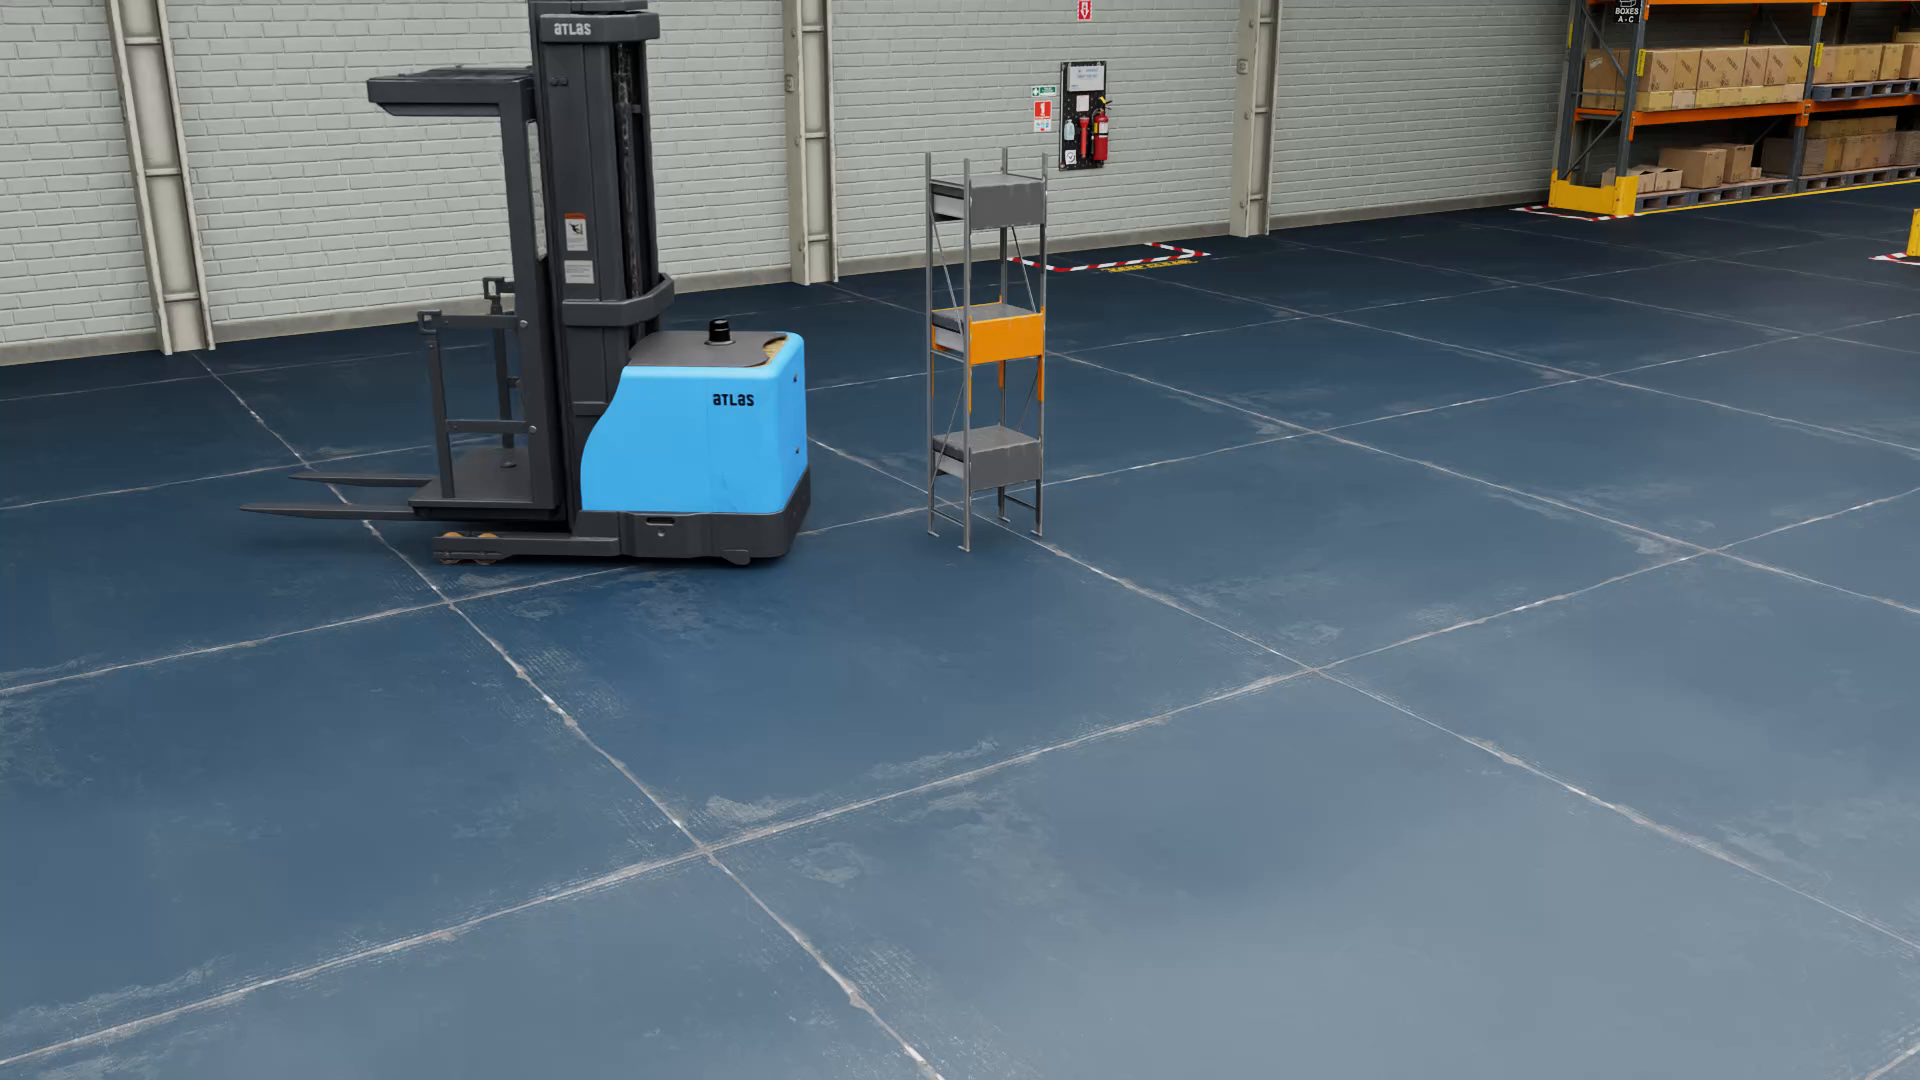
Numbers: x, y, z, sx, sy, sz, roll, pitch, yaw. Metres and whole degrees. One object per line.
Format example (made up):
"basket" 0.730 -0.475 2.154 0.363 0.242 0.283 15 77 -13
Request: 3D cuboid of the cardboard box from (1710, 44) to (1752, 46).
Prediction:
"cardboard box" 10.815 -6.728 23.493 0.500 0.500 0.500 -12 22 -32

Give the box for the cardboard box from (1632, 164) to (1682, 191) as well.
"cardboard box" 9.520 -4.979 22.801 0.500 0.311 0.500 -10 21 -27

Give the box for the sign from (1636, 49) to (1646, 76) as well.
"sign" 8.715 -6.111 21.287 0.005 0.325 0.100 -12 22 -31

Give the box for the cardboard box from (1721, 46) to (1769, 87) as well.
"cardboard box" 10.692 -6.503 22.830 0.500 0.500 0.500 -13 22 -33

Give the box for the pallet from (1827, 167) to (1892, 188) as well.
"pallet" 13.426 -5.584 25.431 1.213 0.211 1.003 -12 22 -31

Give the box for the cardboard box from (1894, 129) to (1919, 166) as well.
"cardboard box" 14.525 -6.139 25.936 0.500 0.500 0.700 -12 22 -31

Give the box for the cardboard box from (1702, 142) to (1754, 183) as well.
"cardboard box" 10.912 -5.382 23.696 0.500 0.500 0.500 -14 23 -35

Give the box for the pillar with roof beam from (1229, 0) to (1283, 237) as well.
"pillar with roof beam" 5.882 -6.835 15.411 0.400 9.000 9.100 -12 22 -31

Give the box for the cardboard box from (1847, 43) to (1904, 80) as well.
"cardboard box" 13.682 -7.200 25.017 0.500 0.500 0.700 -12 22 -31

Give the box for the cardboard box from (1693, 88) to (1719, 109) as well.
"cardboard box" 9.853 -5.969 22.421 0.500 0.250 0.500 -12 22 -32

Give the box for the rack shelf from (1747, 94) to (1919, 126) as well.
"rack shelf" 13.427 -6.562 25.096 4.000 0.370 1.077 -12 22 -31

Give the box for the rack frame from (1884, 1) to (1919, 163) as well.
"rack frame" 15.098 -7.255 26.022 0.127 3.000 1.000 -12 22 -31

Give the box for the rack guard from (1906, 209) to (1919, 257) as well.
"rack guard" 11.124 -3.334 18.325 0.348 0.500 1.175 -12 22 -31

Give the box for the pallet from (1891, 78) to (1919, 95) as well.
"pallet" 14.561 -7.011 25.598 1.003 0.211 1.213 -12 22 -31

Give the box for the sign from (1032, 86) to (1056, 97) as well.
"sign" 0.919 -4.916 18.218 0.331 0.109 0.001 -12 22 -31

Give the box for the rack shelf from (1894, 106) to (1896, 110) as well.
"rack shelf" 16.768 -7.267 27.180 4.000 0.370 1.077 -12 22 -31

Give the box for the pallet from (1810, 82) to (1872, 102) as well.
"pallet" 12.475 -6.556 24.252 1.213 0.211 1.003 -12 22 -31

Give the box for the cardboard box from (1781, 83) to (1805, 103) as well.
"cardboard box" 11.528 -6.325 23.473 0.500 0.250 0.500 -12 22 -31

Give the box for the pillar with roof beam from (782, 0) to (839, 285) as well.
"pillar with roof beam" 0.871 -5.778 12.284 0.400 9.000 9.100 -12 22 -31

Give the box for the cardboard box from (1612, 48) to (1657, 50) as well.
"cardboard box" 9.119 -6.366 22.423 0.500 0.500 0.500 -12 22 -31

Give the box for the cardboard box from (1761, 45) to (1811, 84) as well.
"cardboard box" 11.532 -6.679 23.348 0.500 0.500 0.500 -12 22 -32

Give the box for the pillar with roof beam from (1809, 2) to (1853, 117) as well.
"pillar with roof beam" 15.904 -8.948 21.663 0.400 9.000 9.100 -12 22 -31

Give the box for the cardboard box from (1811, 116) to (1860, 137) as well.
"cardboard box" 13.161 -6.236 25.051 0.500 0.250 0.500 -13 22 -33

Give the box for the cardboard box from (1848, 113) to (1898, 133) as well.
"cardboard box" 14.014 -6.411 25.569 0.500 0.250 0.500 -11 22 -30

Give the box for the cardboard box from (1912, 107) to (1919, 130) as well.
"cardboard box" 15.784 -6.530 26.579 0.750 0.750 0.750 -12 22 -32

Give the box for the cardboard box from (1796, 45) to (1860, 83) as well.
"cardboard box" 12.671 -6.984 24.376 0.500 0.500 0.700 -9 21 -26

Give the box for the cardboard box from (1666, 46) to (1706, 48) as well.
"cardboard box" 9.969 -6.547 22.958 0.500 0.500 0.500 -12 22 -31

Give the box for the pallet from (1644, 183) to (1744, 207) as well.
"pallet" 10.195 -4.886 23.368 1.213 0.211 1.003 -12 22 -31

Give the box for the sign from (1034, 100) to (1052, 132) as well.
"sign" 0.911 -4.666 18.308 0.234 0.329 0.001 -12 22 -31

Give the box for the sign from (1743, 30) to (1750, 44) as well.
"sign" 11.449 -7.247 24.190 0.005 0.325 0.100 -12 22 -31

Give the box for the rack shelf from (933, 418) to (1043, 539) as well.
"rack shelf" 0.138 -0.348 9.223 0.480 0.518 0.431 -12 22 -31

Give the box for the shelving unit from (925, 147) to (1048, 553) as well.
"shelving unit" 0.138 -1.024 8.995 0.503 2.100 0.431 -12 22 -31

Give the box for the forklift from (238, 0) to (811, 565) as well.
"forklift" -2.403 -1.423 8.879 3.031 2.935 1.130 1 19 4

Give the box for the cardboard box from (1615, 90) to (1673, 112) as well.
"cardboard box" 8.998 -5.786 21.878 0.500 0.250 0.500 -13 22 -33

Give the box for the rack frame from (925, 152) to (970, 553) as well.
"rack frame" -0.066 -0.981 8.868 0.015 2.100 0.400 -12 22 -31

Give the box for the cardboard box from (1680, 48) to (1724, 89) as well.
"cardboard box" 9.833 -6.317 22.280 0.500 0.500 0.500 -13 22 -33

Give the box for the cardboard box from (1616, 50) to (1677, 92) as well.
"cardboard box" 8.980 -6.144 21.766 0.500 0.500 0.500 -12 22 -31

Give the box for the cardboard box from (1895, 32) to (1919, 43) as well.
"cardboard box" 14.565 -7.689 25.449 0.250 0.149 0.380 -17 25 -40

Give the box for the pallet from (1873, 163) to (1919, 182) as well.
"pallet" 14.444 -5.797 26.063 1.213 0.211 1.003 -12 22 -31

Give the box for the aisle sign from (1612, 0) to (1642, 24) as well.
"aisle sign" 8.521 -6.985 21.163 0.004 0.787 0.394 -12 22 -31

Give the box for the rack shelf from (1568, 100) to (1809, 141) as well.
"rack shelf" 10.086 -5.858 23.012 4.000 0.370 1.077 -12 22 -31

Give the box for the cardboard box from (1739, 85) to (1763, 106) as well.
"cardboard box" 10.696 -6.147 22.945 0.500 0.250 0.500 -12 22 -32

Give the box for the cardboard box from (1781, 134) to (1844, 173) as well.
"cardboard box" 12.766 -5.814 24.974 0.500 0.500 0.700 -12 22 -32

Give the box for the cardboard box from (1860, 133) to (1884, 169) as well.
"cardboard box" 13.631 -5.984 25.478 0.500 0.500 0.700 -12 22 -32
